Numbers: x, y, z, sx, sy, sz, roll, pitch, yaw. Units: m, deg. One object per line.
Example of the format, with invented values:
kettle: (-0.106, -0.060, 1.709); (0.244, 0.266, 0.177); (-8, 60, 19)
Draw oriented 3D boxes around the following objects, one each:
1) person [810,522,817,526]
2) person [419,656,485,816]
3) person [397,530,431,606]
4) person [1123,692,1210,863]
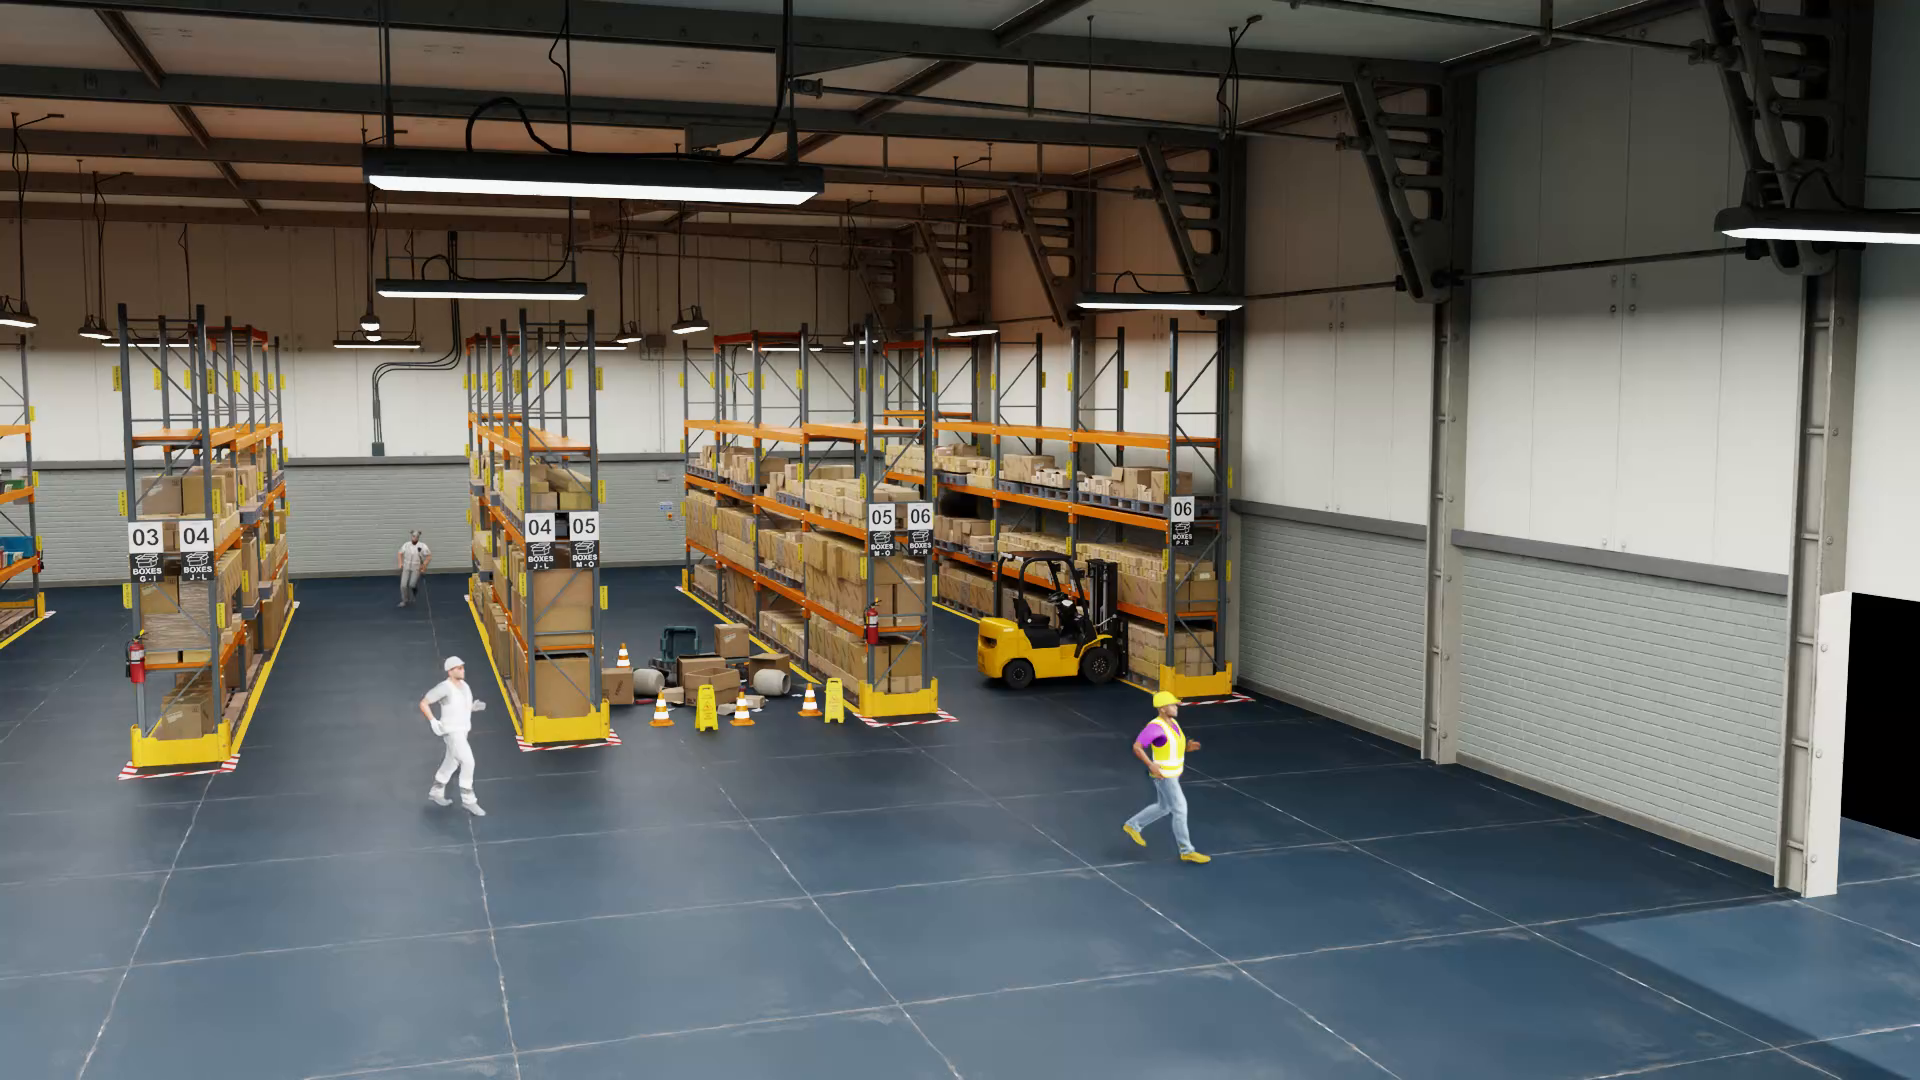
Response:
person: (-3.273, 0.304, 37.503); (0.547, 1.758, 0.798); (-3, 6, -26)
person: (-5.866, 2.265, 19.335); (0.776, 1.834, 0.662); (1, 6, 10)
person: (-12.225, 0.628, 37.187); (0.714, 1.710, 0.539); (0, 5, -3)
person: (2.161, 2.452, 17.410); (0.990, 1.747, 0.706); (2, 6, 23)
